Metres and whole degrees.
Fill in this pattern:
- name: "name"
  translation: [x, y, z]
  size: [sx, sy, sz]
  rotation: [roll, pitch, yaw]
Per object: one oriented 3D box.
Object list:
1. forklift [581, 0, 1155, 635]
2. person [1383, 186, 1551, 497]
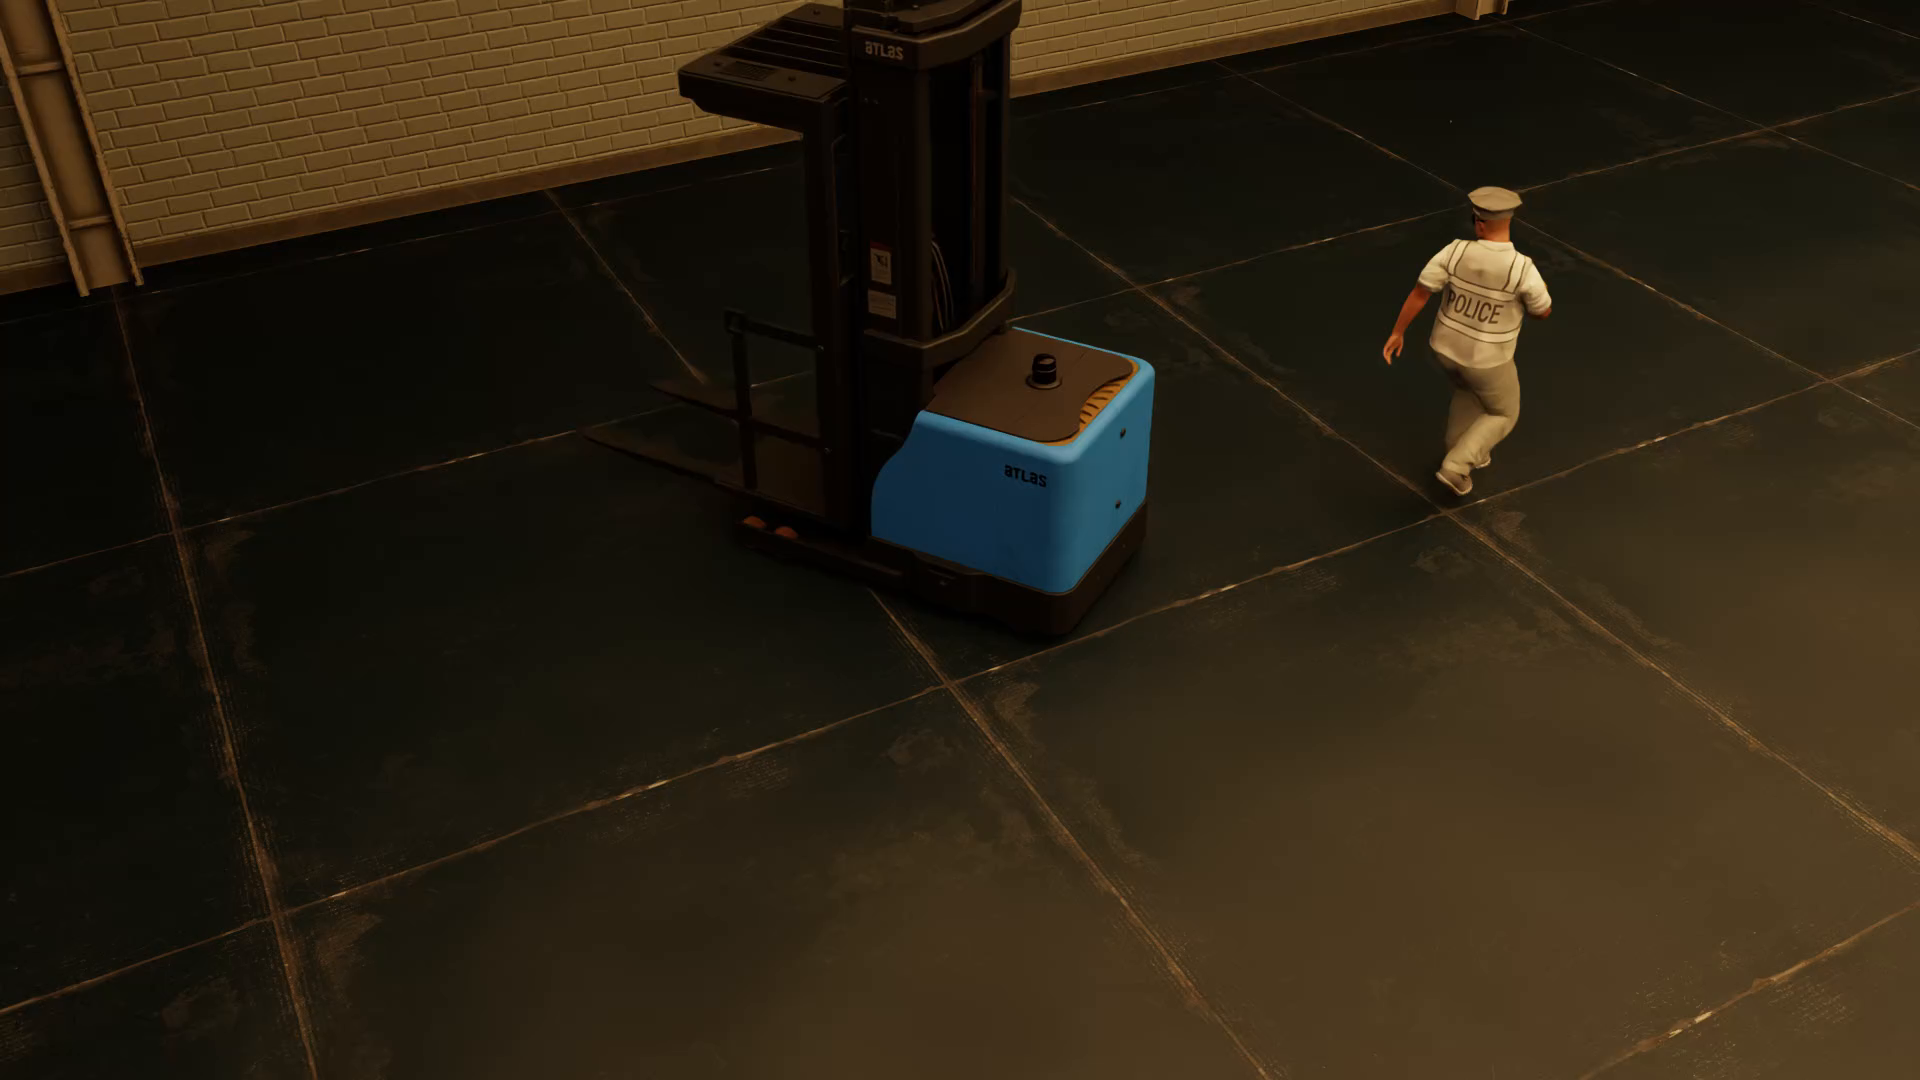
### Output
- name: "forklift"
  translation: [-0.587, -1.348, 8.029]
  size: [3.031, 2.935, 1.130]
  rotation: [17, 39, 23]
- name: "person"
  translation: [2.676, -1.024, 8.668]
  size: [0.695, 1.684, 0.665]
  rotation: [-25, 42, -31]
